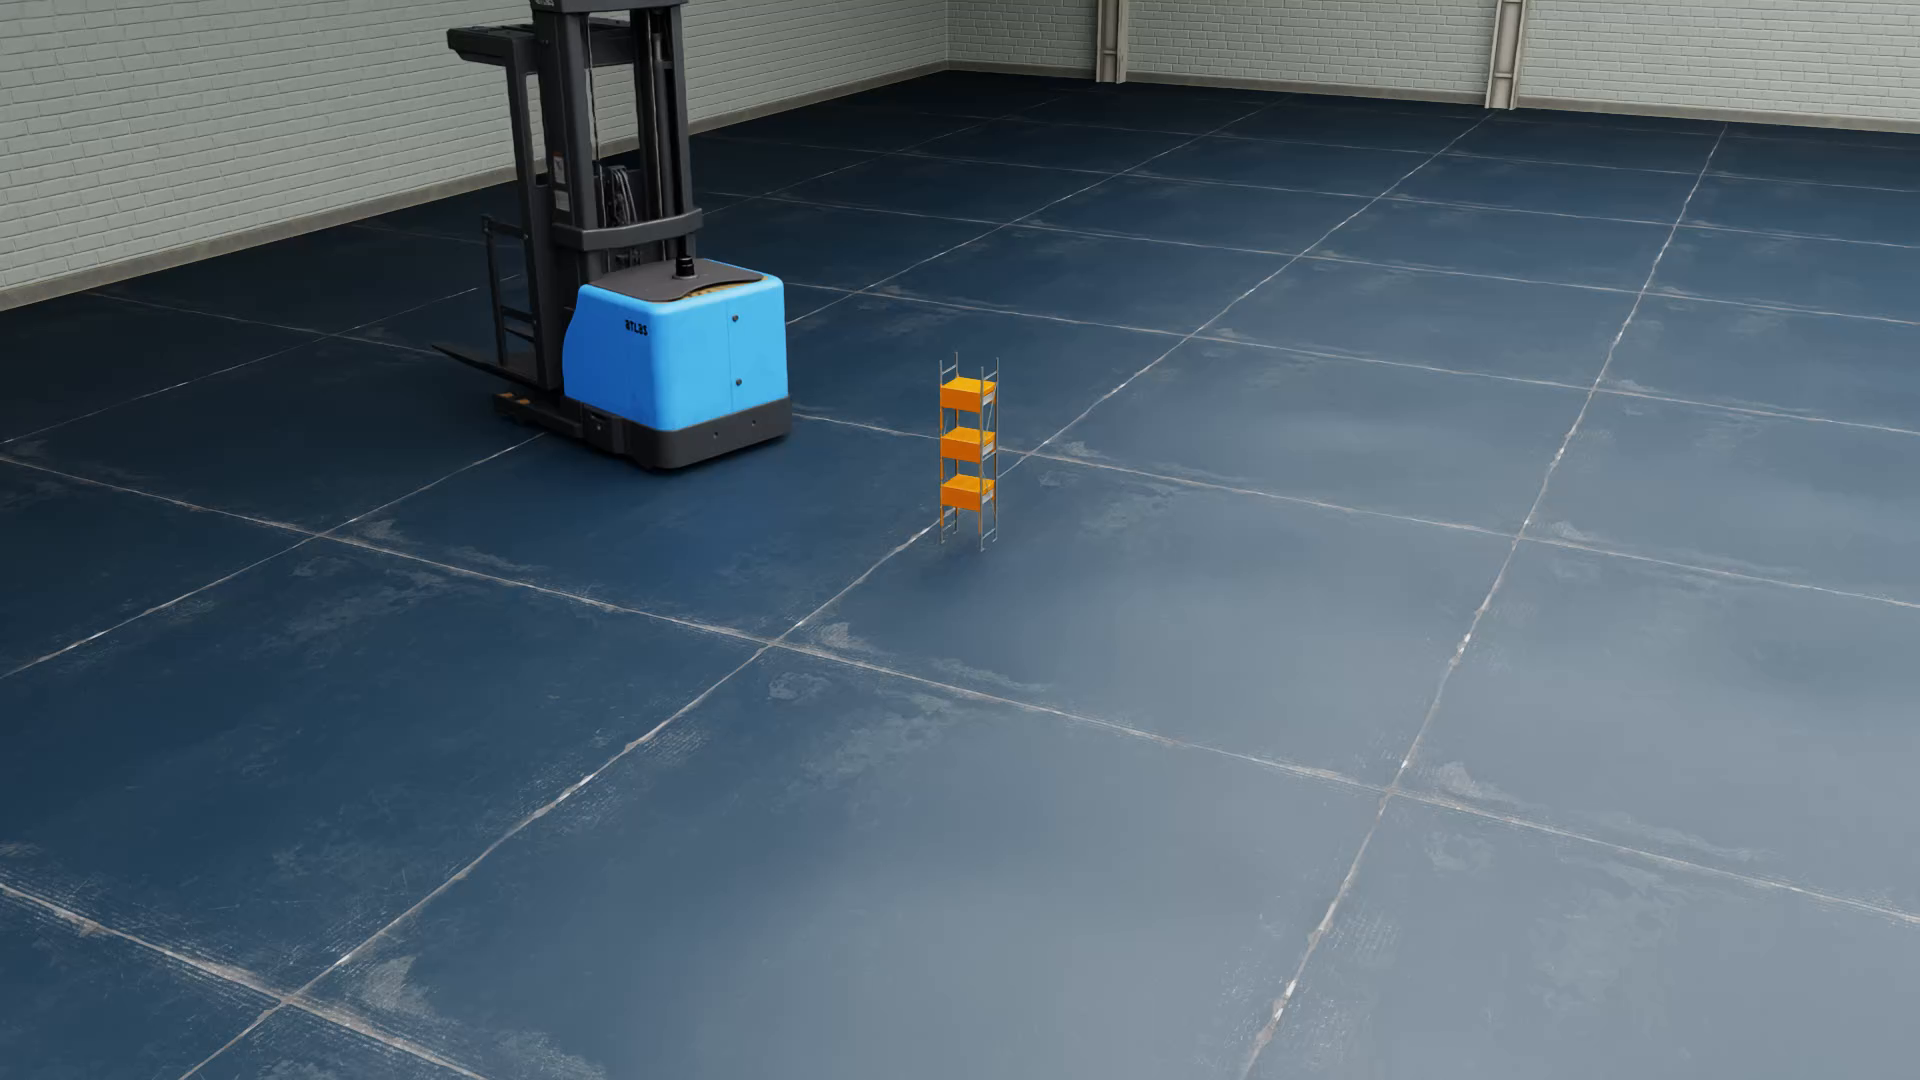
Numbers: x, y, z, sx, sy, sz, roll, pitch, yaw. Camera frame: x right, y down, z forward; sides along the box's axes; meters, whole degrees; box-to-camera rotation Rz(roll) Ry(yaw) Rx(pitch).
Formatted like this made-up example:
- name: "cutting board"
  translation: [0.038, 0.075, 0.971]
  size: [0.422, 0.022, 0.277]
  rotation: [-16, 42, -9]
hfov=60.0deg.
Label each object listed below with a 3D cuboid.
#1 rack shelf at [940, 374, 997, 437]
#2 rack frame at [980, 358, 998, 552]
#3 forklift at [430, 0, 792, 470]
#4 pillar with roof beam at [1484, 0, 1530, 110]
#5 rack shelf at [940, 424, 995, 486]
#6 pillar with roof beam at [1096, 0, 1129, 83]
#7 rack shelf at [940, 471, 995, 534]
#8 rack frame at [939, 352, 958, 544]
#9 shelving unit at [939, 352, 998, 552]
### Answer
- name: "rack shelf"
  translation: [0.048, -0.725, 8.915]
  size: [0.240, 0.259, 0.215]
  rotation: [11, 25, 25]
- name: "rack frame"
  translation: [0.157, -0.452, 8.972]
  size: [0.008, 1.050, 0.200]
  rotation: [11, 25, 25]
- name: "forklift"
  translation: [-2.503, -2.252, 10.801]
  size: [3.031, 2.935, 1.130]
  rotation: [20, 30, 39]
- name: "pillar with roof beam"
  translation: [5.801, -8.834, 18.523]
  size: [0.400, 9.000, 9.100]
  rotation: [11, 25, 25]
- name: "rack shelf"
  translation: [0.048, -0.464, 9.026]
  size: [0.240, 0.259, 0.215]
  rotation: [11, 25, 25]
- name: "pillar with roof beam"
  translation: [0.447, -9.893, 21.014]
  size: [0.400, 9.000, 9.100]
  rotation: [11, 25, 25]
- name: "rack shelf"
  translation: [0.048, -0.208, 9.135]
  size: [0.240, 0.259, 0.215]
  rotation: [11, 25, 25]
- name: "rack frame"
  translation: [-0.061, -0.495, 9.073]
  size: [0.008, 1.050, 0.200]
  rotation: [11, 25, 25]
- name: "shelving unit"
  translation: [0.048, -0.474, 9.022]
  size: [0.252, 1.050, 0.215]
  rotation: [11, 25, 25]
